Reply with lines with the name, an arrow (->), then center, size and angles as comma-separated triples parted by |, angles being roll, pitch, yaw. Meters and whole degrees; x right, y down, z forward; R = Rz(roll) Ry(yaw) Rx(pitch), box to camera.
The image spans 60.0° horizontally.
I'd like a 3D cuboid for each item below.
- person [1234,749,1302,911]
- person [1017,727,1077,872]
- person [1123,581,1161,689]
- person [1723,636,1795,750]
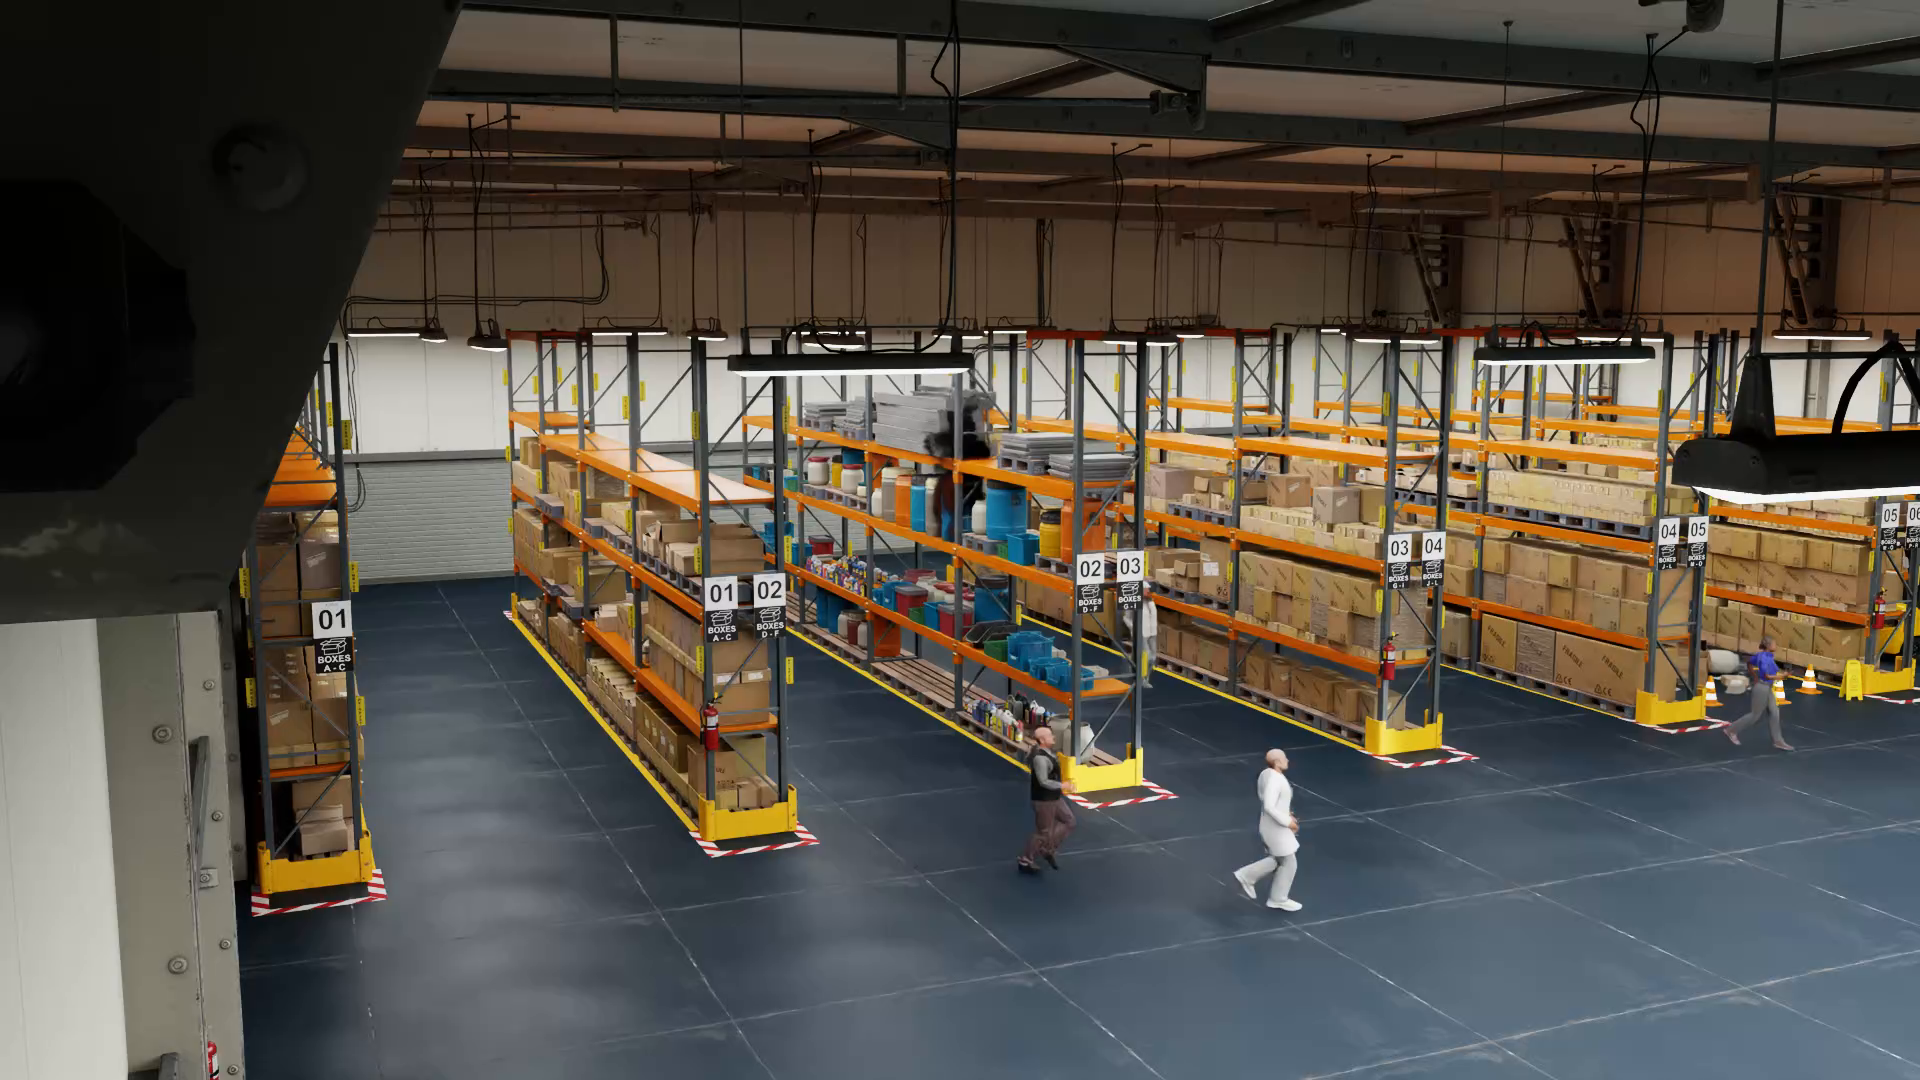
person -> 3.297, 3.077, 17.675 | 0.718, 1.750, 0.721 | 0, 8, 3
person -> 0.990, 2.943, 18.874 | 0.677, 1.705, 0.668 | 1, 8, 7
person -> 2.988, 1.533, 26.938 | 0.660, 1.744, 0.522 | -5, 9, -34
person -> 11.647, 2.208, 24.146 | 0.945, 1.640, 0.578 | 4, 9, 27
